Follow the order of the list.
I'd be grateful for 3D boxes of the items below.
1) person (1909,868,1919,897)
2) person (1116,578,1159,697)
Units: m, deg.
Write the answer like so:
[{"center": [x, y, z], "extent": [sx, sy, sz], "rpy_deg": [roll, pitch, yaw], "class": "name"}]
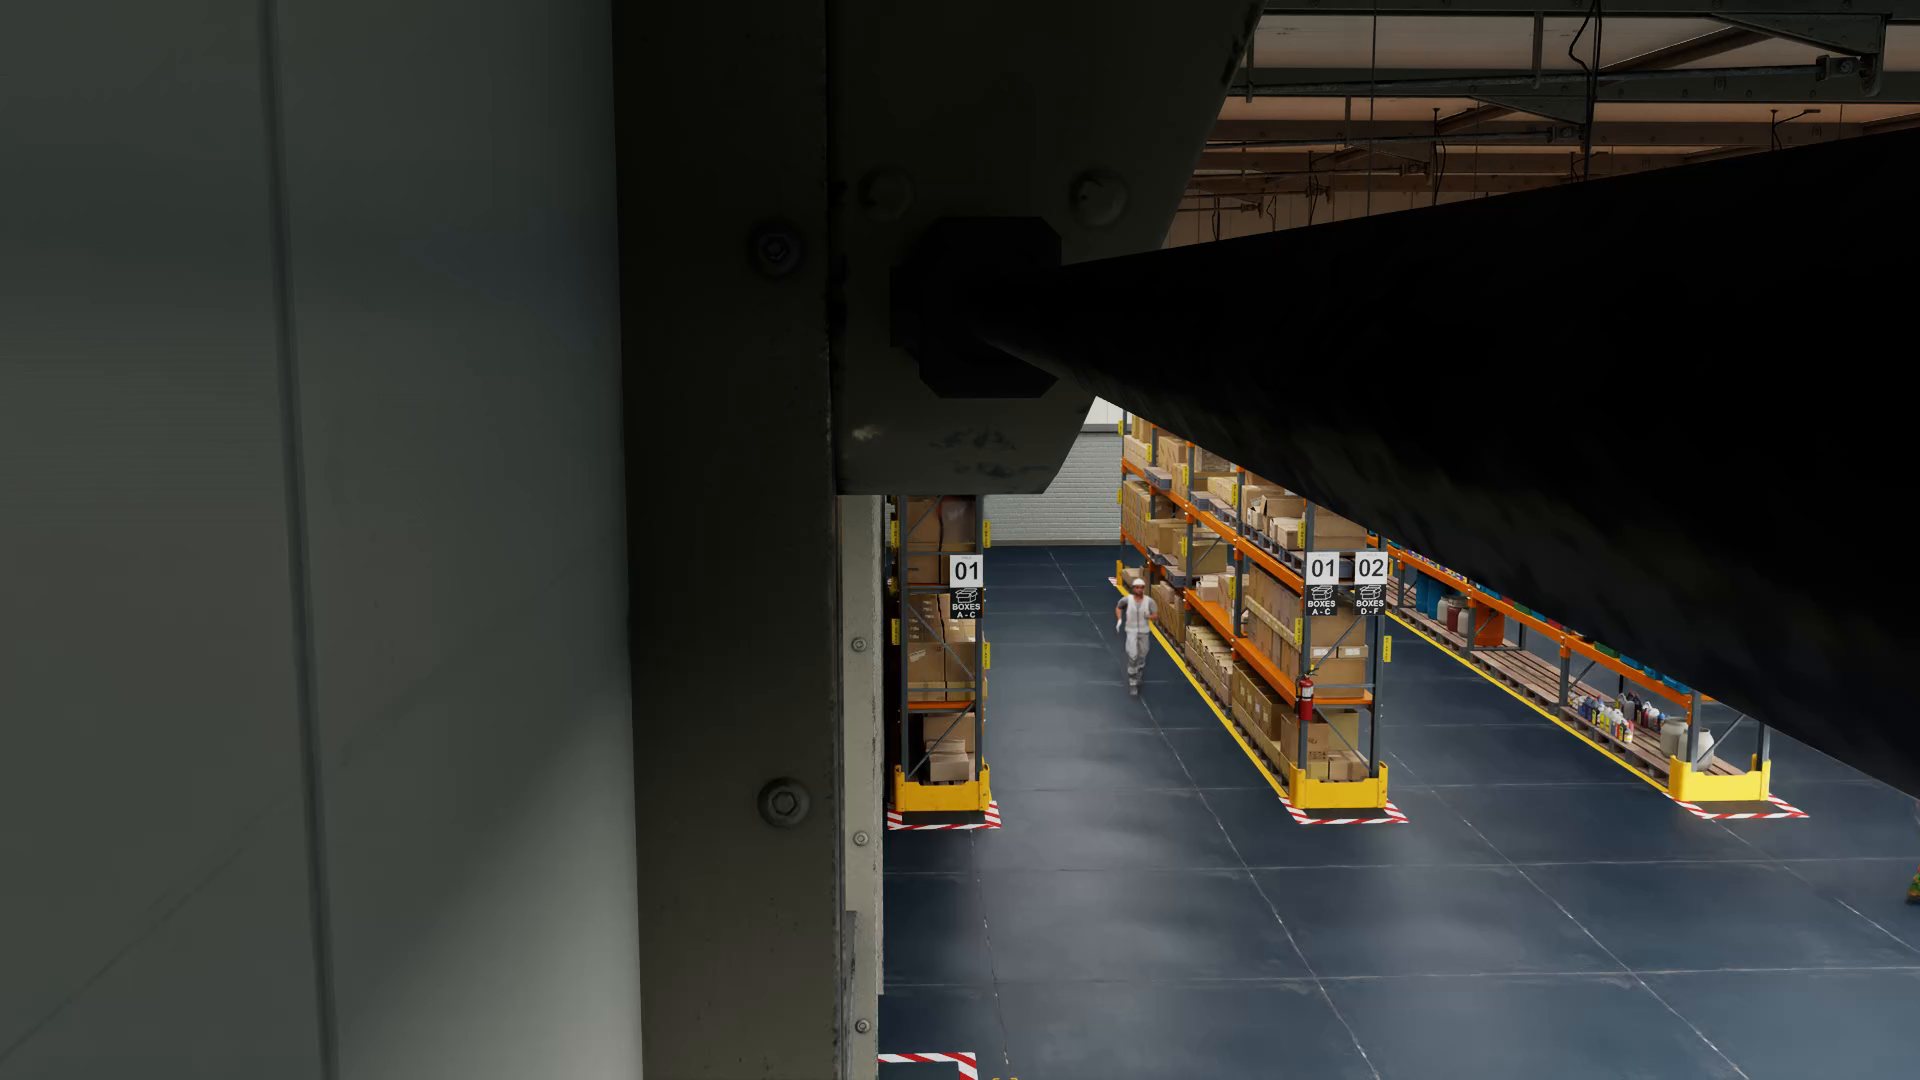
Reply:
[{"center": [10.263, 2.947, 17.213], "extent": [0.648, 1.841, 0.645], "rpy_deg": [3, 9, 19], "class": "person"}, {"center": [2.837, 1.518, 26.617], "extent": [0.654, 1.834, 0.835], "rpy_deg": [0, 8, -3], "class": "person"}]
